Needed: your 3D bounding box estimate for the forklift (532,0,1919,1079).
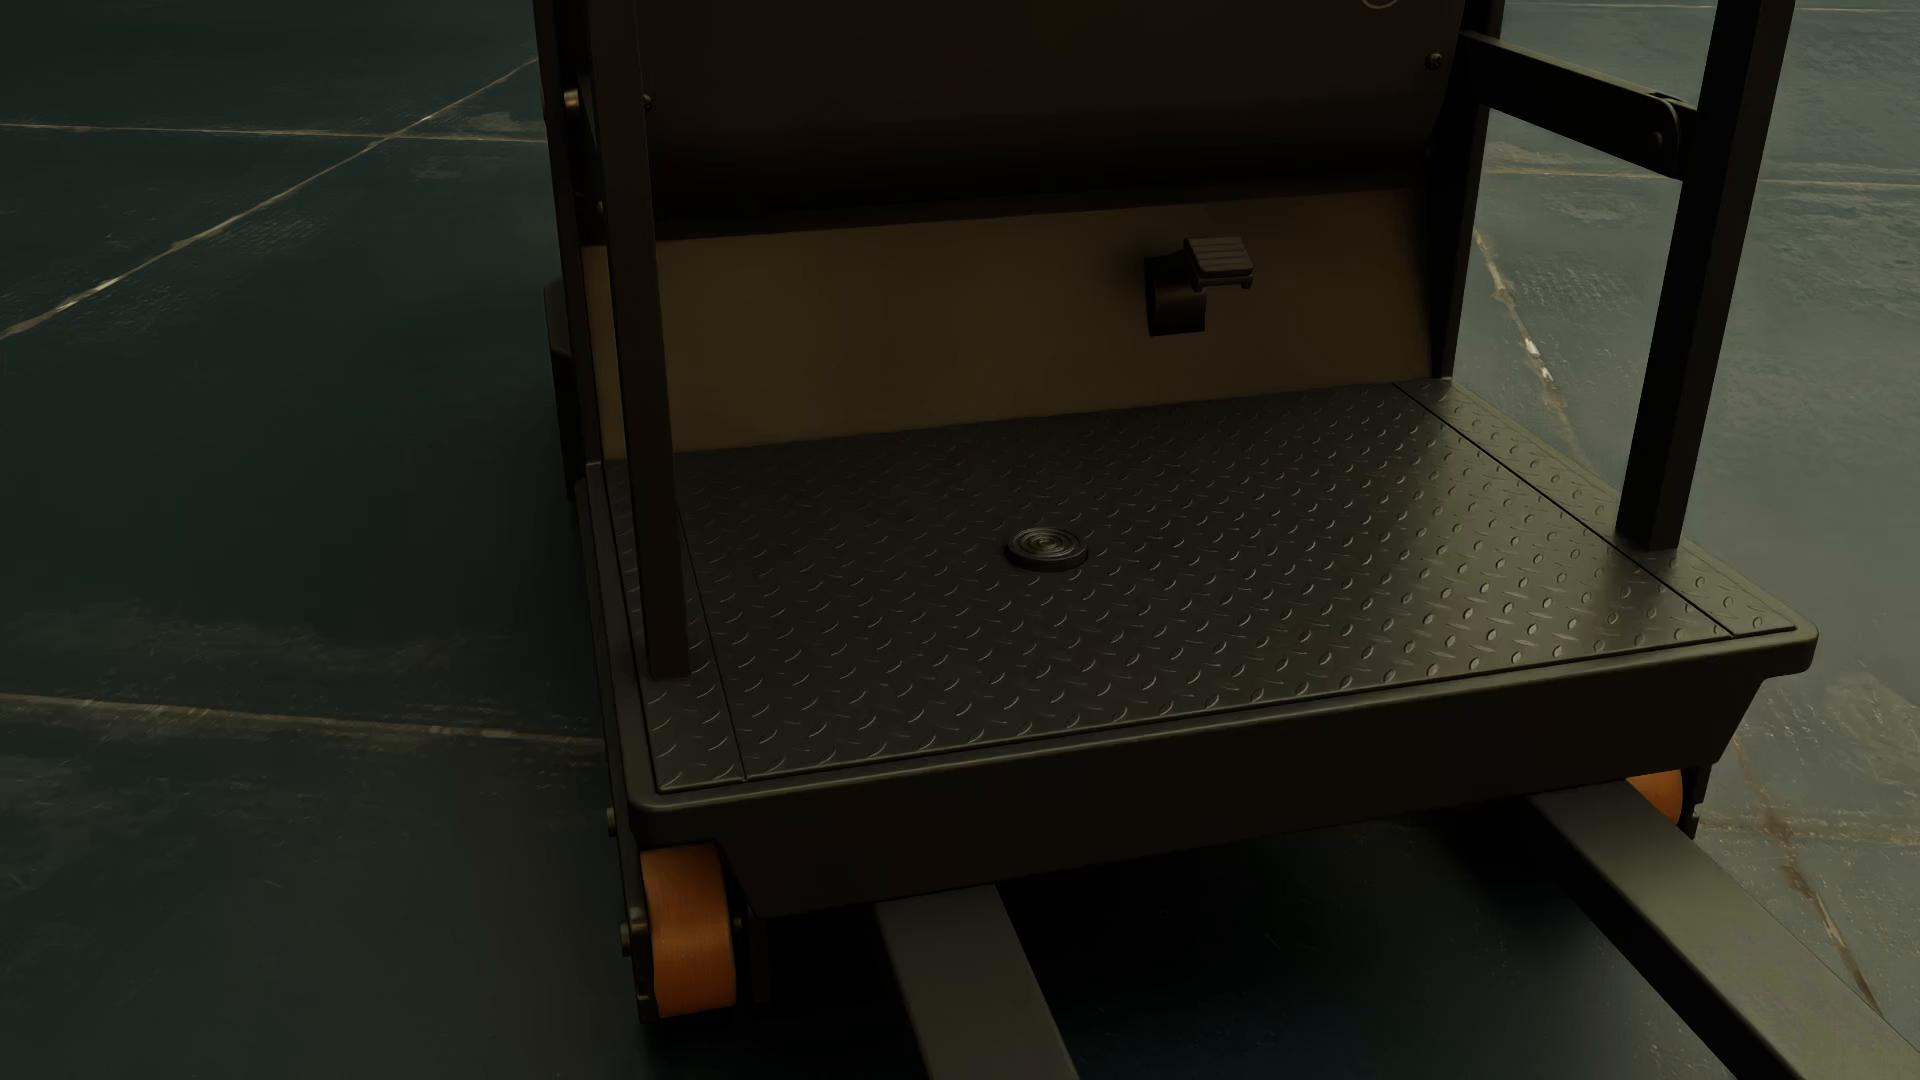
[{"bbox_3d":[0.153,-1.049,1.319,1.130,2.935,3.031,-7,27,-13],"label":"forklift"}]
